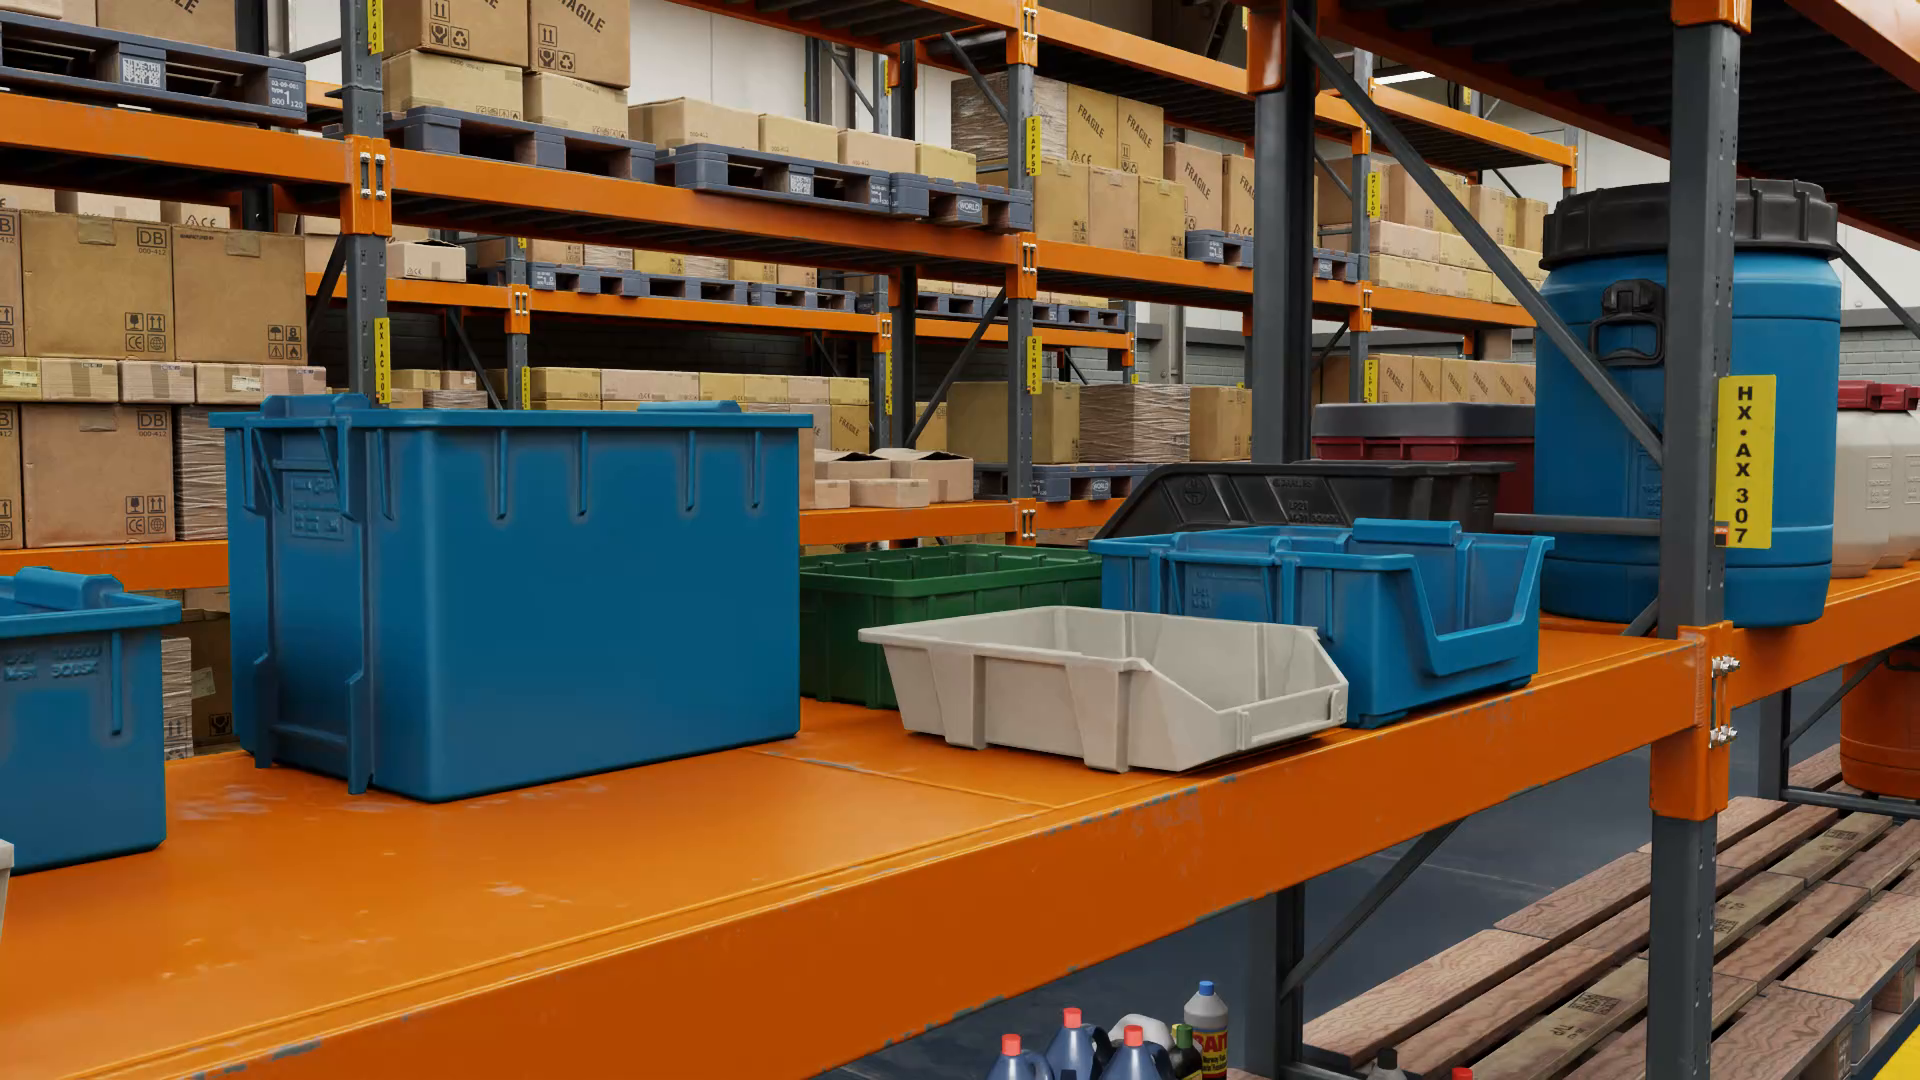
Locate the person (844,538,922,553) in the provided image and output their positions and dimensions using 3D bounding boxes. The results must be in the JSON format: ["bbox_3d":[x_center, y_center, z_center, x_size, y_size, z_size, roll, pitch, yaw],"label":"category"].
[{"bbox_3d":[-0.676,0.292,14.297,0.451,0.986,0.864,3,5,38],"label":"person"}]
